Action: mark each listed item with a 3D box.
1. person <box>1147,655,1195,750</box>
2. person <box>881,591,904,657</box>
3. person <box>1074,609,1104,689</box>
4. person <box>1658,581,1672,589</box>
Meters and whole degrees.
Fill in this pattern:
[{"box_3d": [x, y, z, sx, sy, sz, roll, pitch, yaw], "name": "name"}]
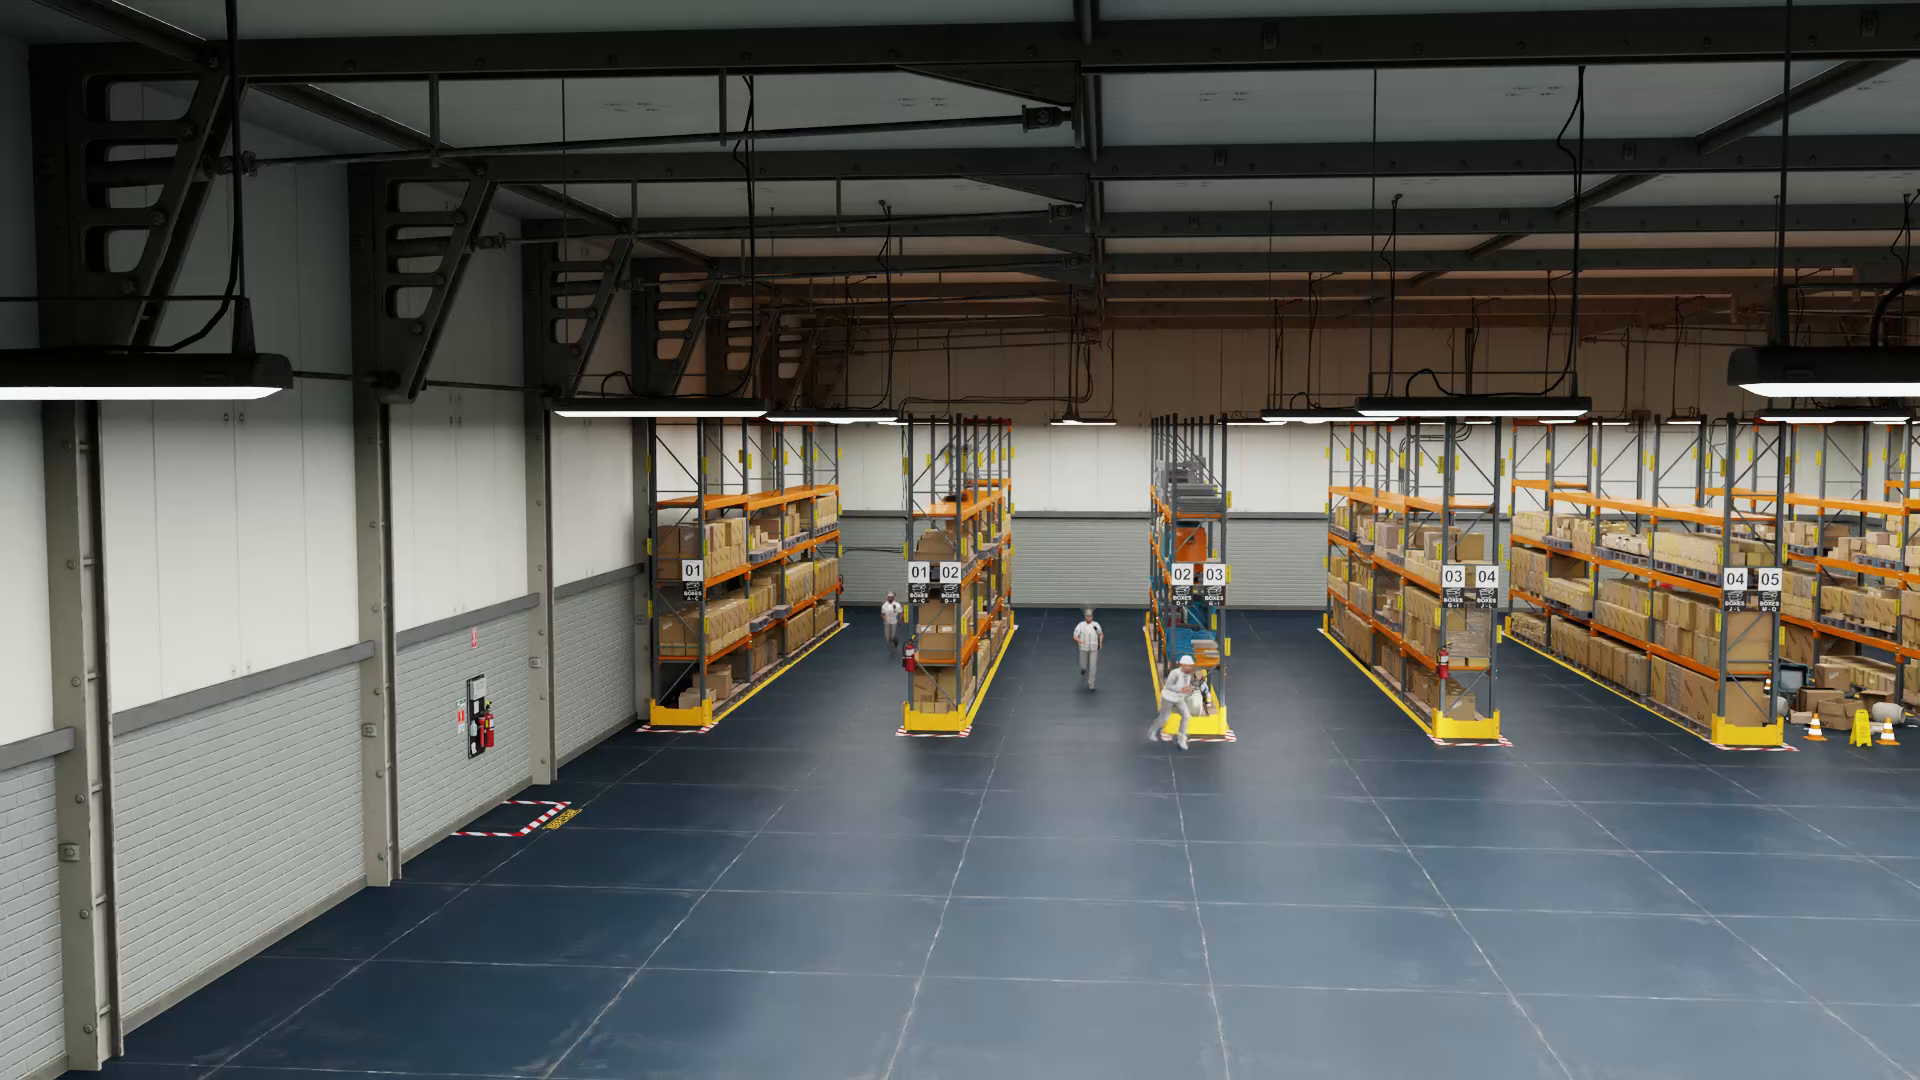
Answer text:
[{"box_3d": [3.812, 2.899, 29.894, 0.702, 1.732, 1.025, -4, 5, -44], "name": "person"}, {"box_3d": [-1.719, 2.105, 41.539, 0.569, 1.661, 0.554, 1, 4, 11], "name": "person"}, {"box_3d": [2.841, 2.385, 36.613, 0.674, 1.740, 0.782, 0, 4, -2], "name": "person"}, {"box_3d": [19.960, 1.727, 47.124, 0.672, 1.690, 0.676, 1, 4, 12], "name": "person"}]
